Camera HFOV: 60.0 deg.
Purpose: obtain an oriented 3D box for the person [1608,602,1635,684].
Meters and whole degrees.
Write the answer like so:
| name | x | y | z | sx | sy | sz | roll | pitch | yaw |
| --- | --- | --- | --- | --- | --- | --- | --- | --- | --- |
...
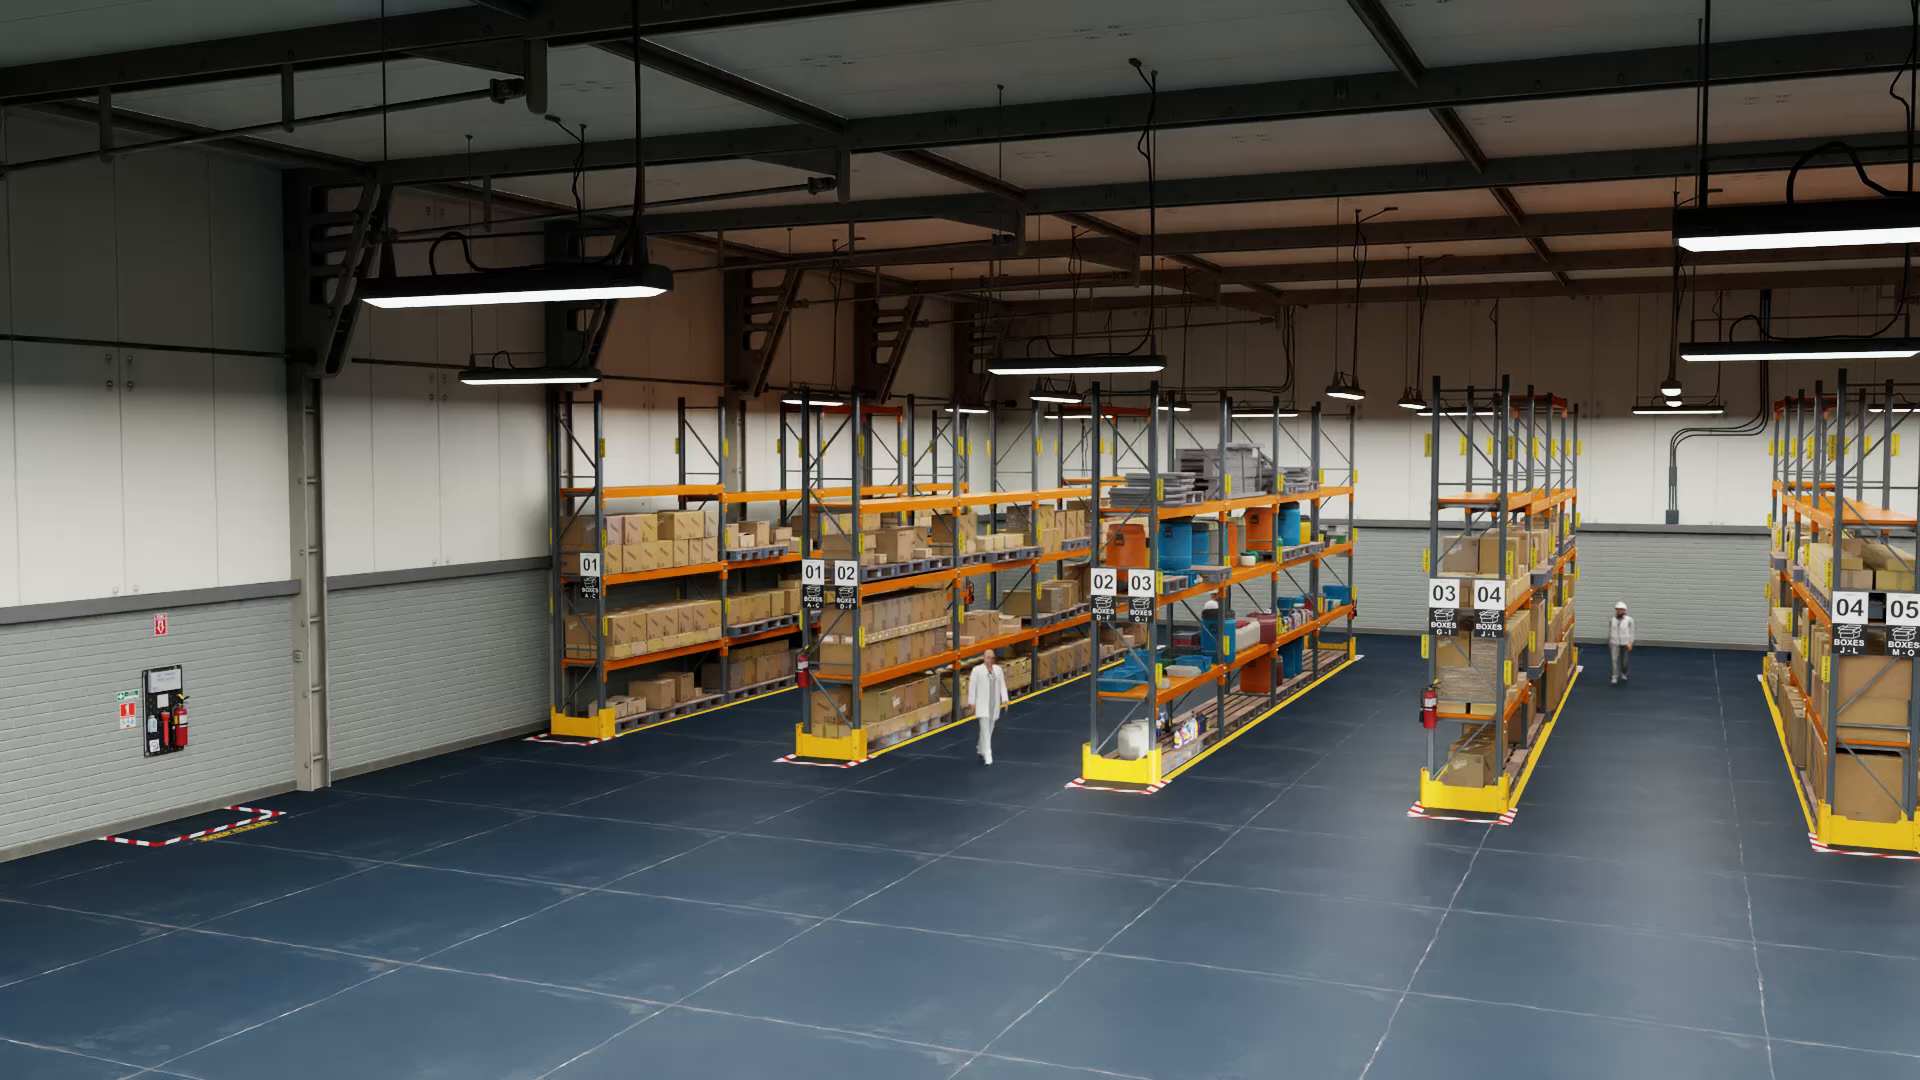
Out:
| name | x | y | z | sx | sy | sz | roll | pitch | yaw |
| --- | --- | --- | --- | --- | --- | --- | --- | --- | --- |
| person | 14.031 | 2.182 | 35.265 | 0.541 | 1.715 | 1.074 | 1 | 3 | 24 |

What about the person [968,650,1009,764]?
| name | x | y | z | sx | sy | sz | roll | pitch | yaw |
| --- | --- | --- | --- | --- | --- | --- | --- | --- | --- |
| person | 0.478 | 2.636 | 26.610 | 0.596 | 1.753 | 0.898 | -2 | 4 | -31 |

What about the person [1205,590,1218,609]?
| name | x | y | z | sx | sy | sz | roll | pitch | yaw |
| --- | --- | --- | --- | --- | --- | --- | --- | --- | --- |
| person | 5.748 | 2.025 | 38.050 | 0.559 | 1.748 | 0.583 | -2 | 3 | -25 |
